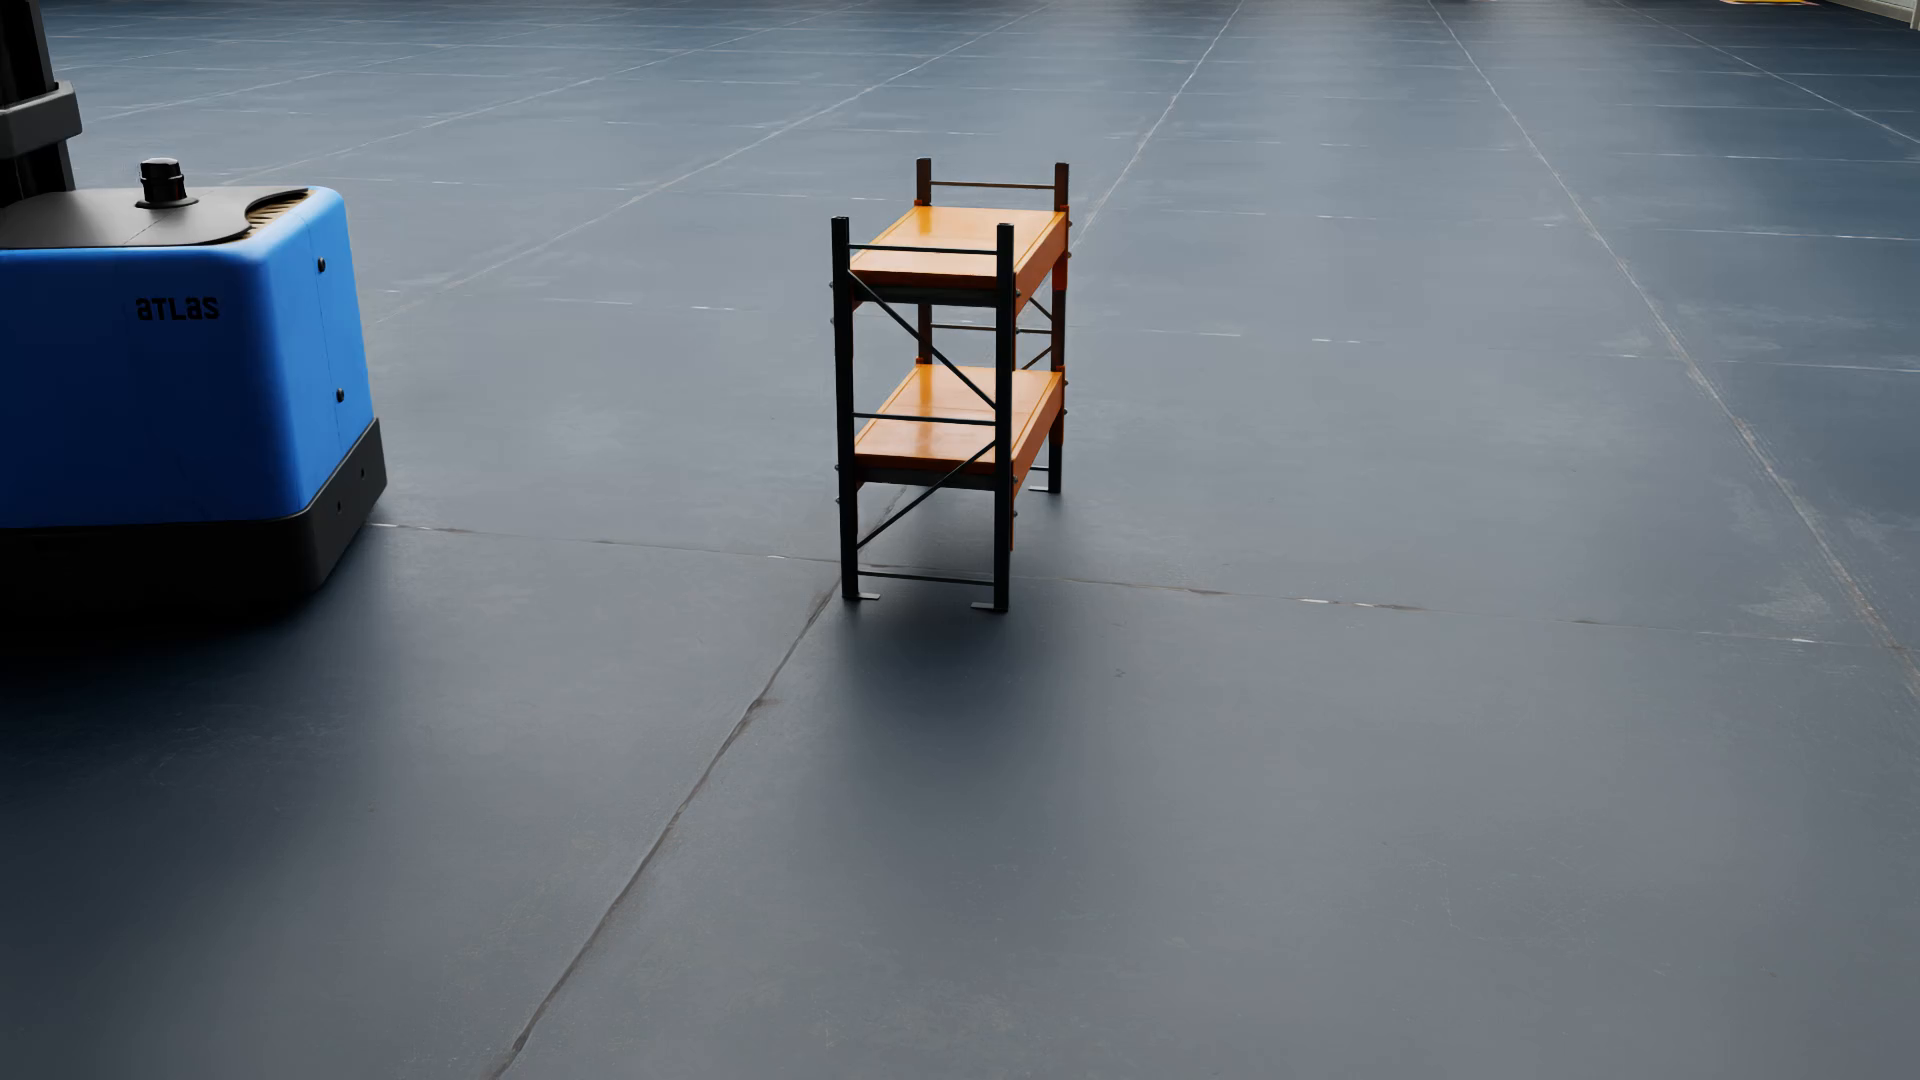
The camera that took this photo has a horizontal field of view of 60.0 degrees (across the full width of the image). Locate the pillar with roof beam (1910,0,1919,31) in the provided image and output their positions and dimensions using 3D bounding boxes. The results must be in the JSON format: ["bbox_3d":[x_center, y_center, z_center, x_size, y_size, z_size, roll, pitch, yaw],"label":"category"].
[{"bbox_3d":[8.856,-11.401,21.617,9.100,9.000,0.400,4,22,11],"label":"pillar with roof beam"}]

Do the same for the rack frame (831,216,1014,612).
[{"bbox_3d":[-0.102,-0.338,4.688,0.500,1.125,0.032,4,22,11],"label":"rack frame"}]

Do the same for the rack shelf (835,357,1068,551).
[{"bbox_3d":[0.001,-0.297,5.241,0.538,0.278,1.000,4,22,11],"label":"rack shelf"}]

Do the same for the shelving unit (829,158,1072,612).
[{"bbox_3d":[0.001,-0.524,5.150,0.538,1.125,1.048,4,22,11],"label":"shelving unit"}]

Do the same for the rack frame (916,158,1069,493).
[{"bbox_3d":[0.105,-0.710,5.611,0.500,1.125,0.032,4,22,11],"label":"rack frame"}]

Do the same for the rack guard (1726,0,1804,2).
[{"bbox_3d":[13.266,-9.130,27.355,1.175,0.500,0.348,4,22,11],"label":"rack guard"}]

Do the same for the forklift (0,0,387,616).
[{"bbox_3d":[-3.405,-1.267,4.575,3.031,2.935,1.130,-2,22,-5],"label":"forklift"}]

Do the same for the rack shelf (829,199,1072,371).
[{"bbox_3d":[0.001,-0.796,5.040,0.538,0.278,1.000,4,22,11],"label":"rack shelf"}]
